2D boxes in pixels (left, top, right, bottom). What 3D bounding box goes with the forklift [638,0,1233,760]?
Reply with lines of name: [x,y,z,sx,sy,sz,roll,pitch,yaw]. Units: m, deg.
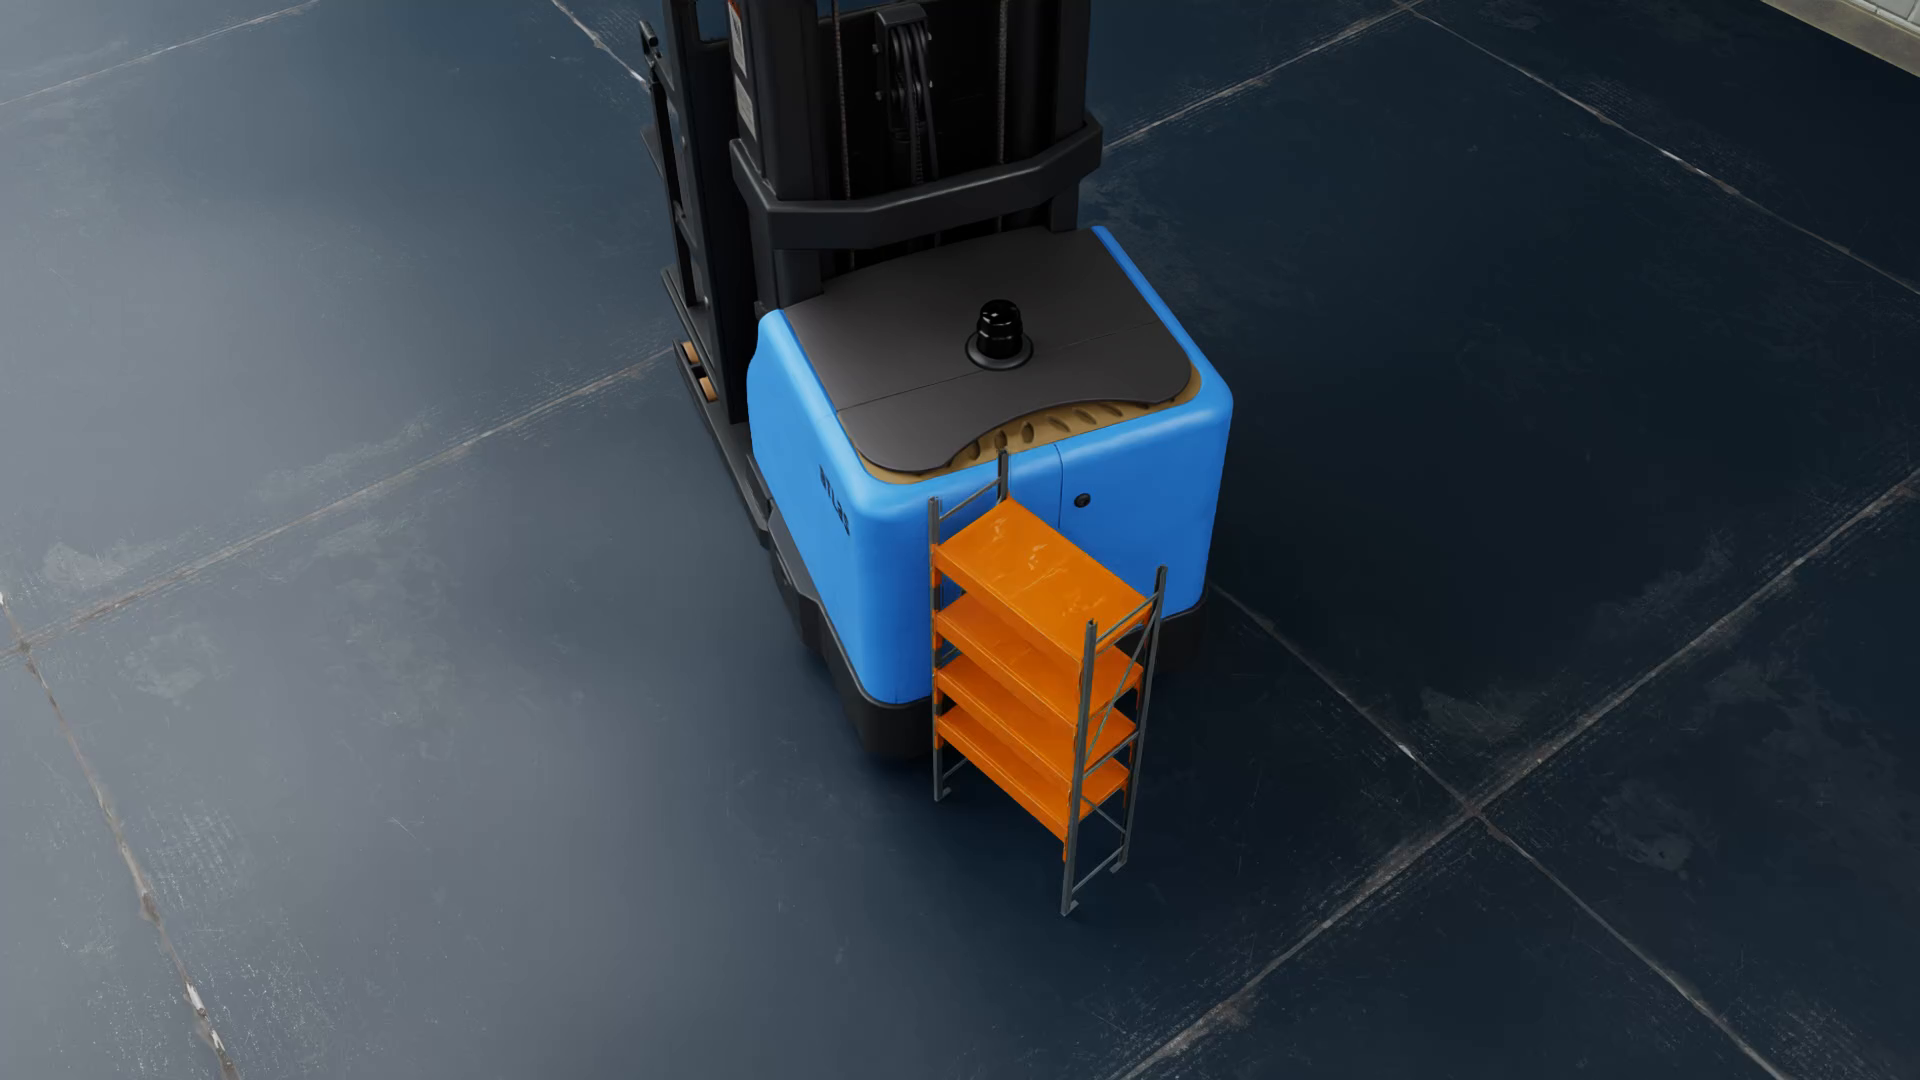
forklift: [-0.330,-1.488,4.620,1.130,2.935,3.031,-17,50,-15]

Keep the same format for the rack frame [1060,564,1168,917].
rack frame: [0.356,0.519,3.970,0.240,1.200,0.015,-35,57,-28]

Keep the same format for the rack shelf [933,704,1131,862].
rack shelf: [0.188,0.566,4.286,0.258,0.148,0.480,-35,57,-28]

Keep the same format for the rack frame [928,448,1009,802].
rack frame: [0.020,0.257,4.208,0.240,1.200,0.015,-35,57,-28]

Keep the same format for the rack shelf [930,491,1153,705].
rack shelf: [0.188,0.124,3.797,0.258,0.148,0.480,-35,57,-28]

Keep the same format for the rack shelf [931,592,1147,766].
rack shelf: [0.188,0.283,3.973,0.258,0.148,0.480,-35,57,-28]

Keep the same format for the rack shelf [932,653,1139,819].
rack shelf: [0.188,0.433,4.138,0.258,0.148,0.480,-35,57,-28]

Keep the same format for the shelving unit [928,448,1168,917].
shelving unit: [0.188,0.388,4.089,0.258,1.200,0.503,-35,57,-28]
